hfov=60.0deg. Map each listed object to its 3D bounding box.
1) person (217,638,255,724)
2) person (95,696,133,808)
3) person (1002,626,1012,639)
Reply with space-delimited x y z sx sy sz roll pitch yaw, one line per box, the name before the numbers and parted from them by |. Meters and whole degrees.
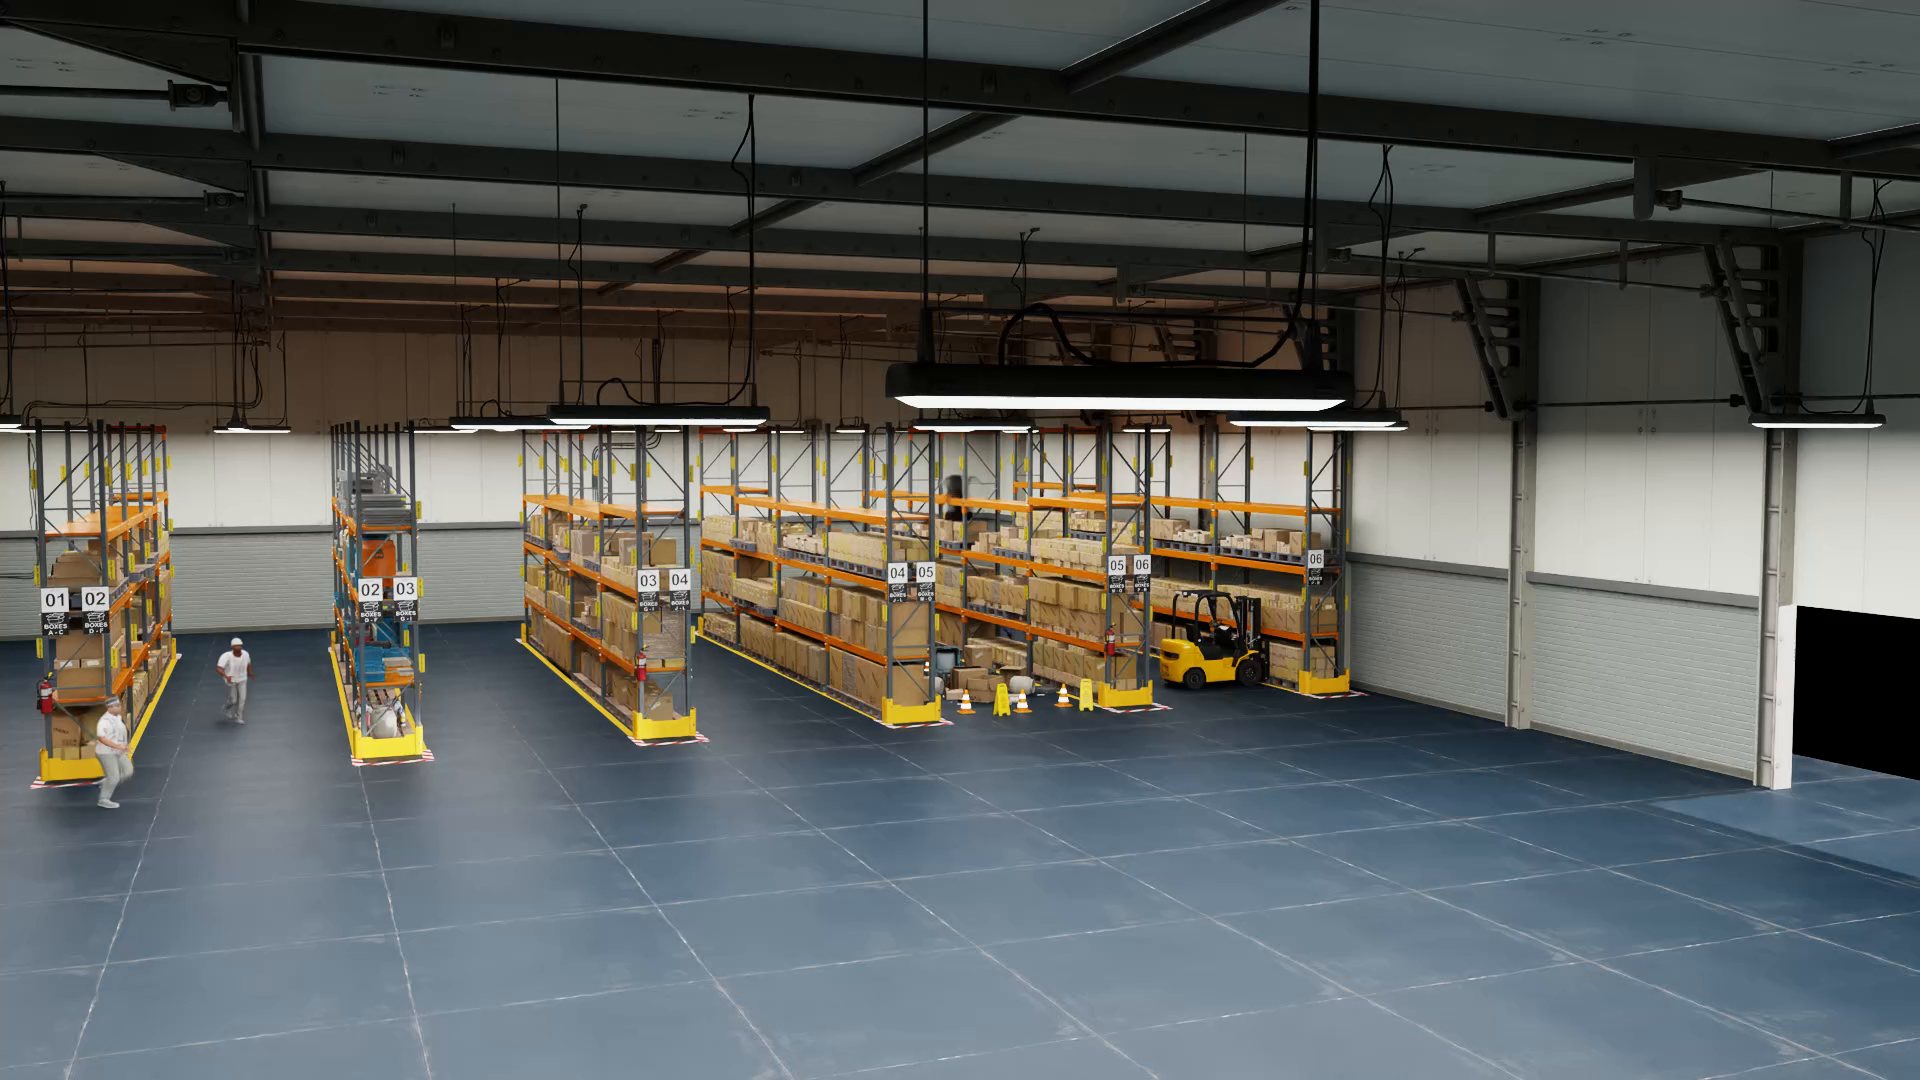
person | -14.490 2.798 33.167 0.704 1.710 0.740 -3 5 -44
person | -13.042 3.261 25.662 0.613 1.730 0.644 0 4 0
person | 1.126 2.042 45.941 0.616 1.604 0.861 -2 4 -24
